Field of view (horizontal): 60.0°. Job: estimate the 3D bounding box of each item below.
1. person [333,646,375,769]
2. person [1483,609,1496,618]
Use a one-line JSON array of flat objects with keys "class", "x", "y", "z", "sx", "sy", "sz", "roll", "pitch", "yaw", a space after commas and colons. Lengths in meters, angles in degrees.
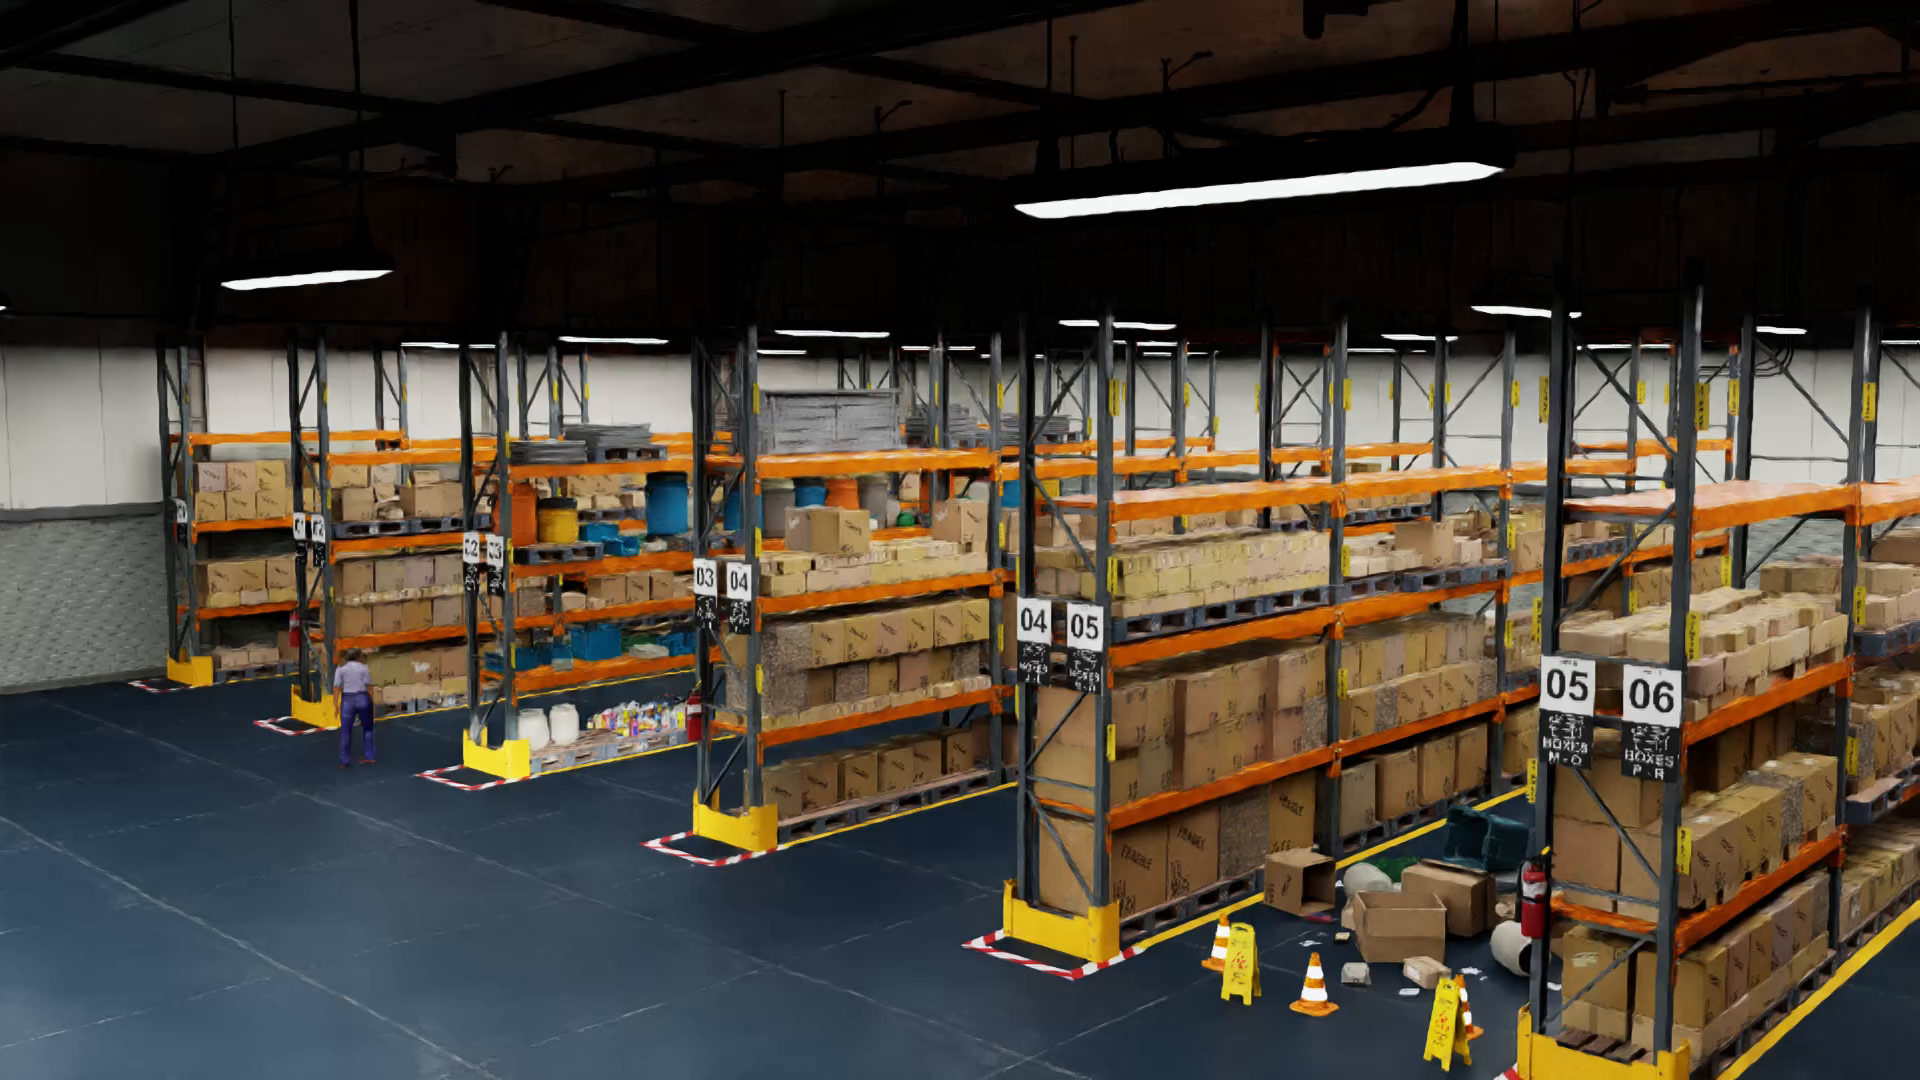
[{"class": "person", "x": -8.157, "y": 2.236, "z": 22.397, "sx": 0.523, "sy": 1.652, "sz": 0.471, "roll": -2, "pitch": 6, "yaw": -17}, {"class": "person", "x": 8.147, "y": 1.913, "z": 25.498, "sx": 0.677, "sy": 1.742, "sz": 0.551, "roll": 5, "pitch": 7, "yaw": 41}]
